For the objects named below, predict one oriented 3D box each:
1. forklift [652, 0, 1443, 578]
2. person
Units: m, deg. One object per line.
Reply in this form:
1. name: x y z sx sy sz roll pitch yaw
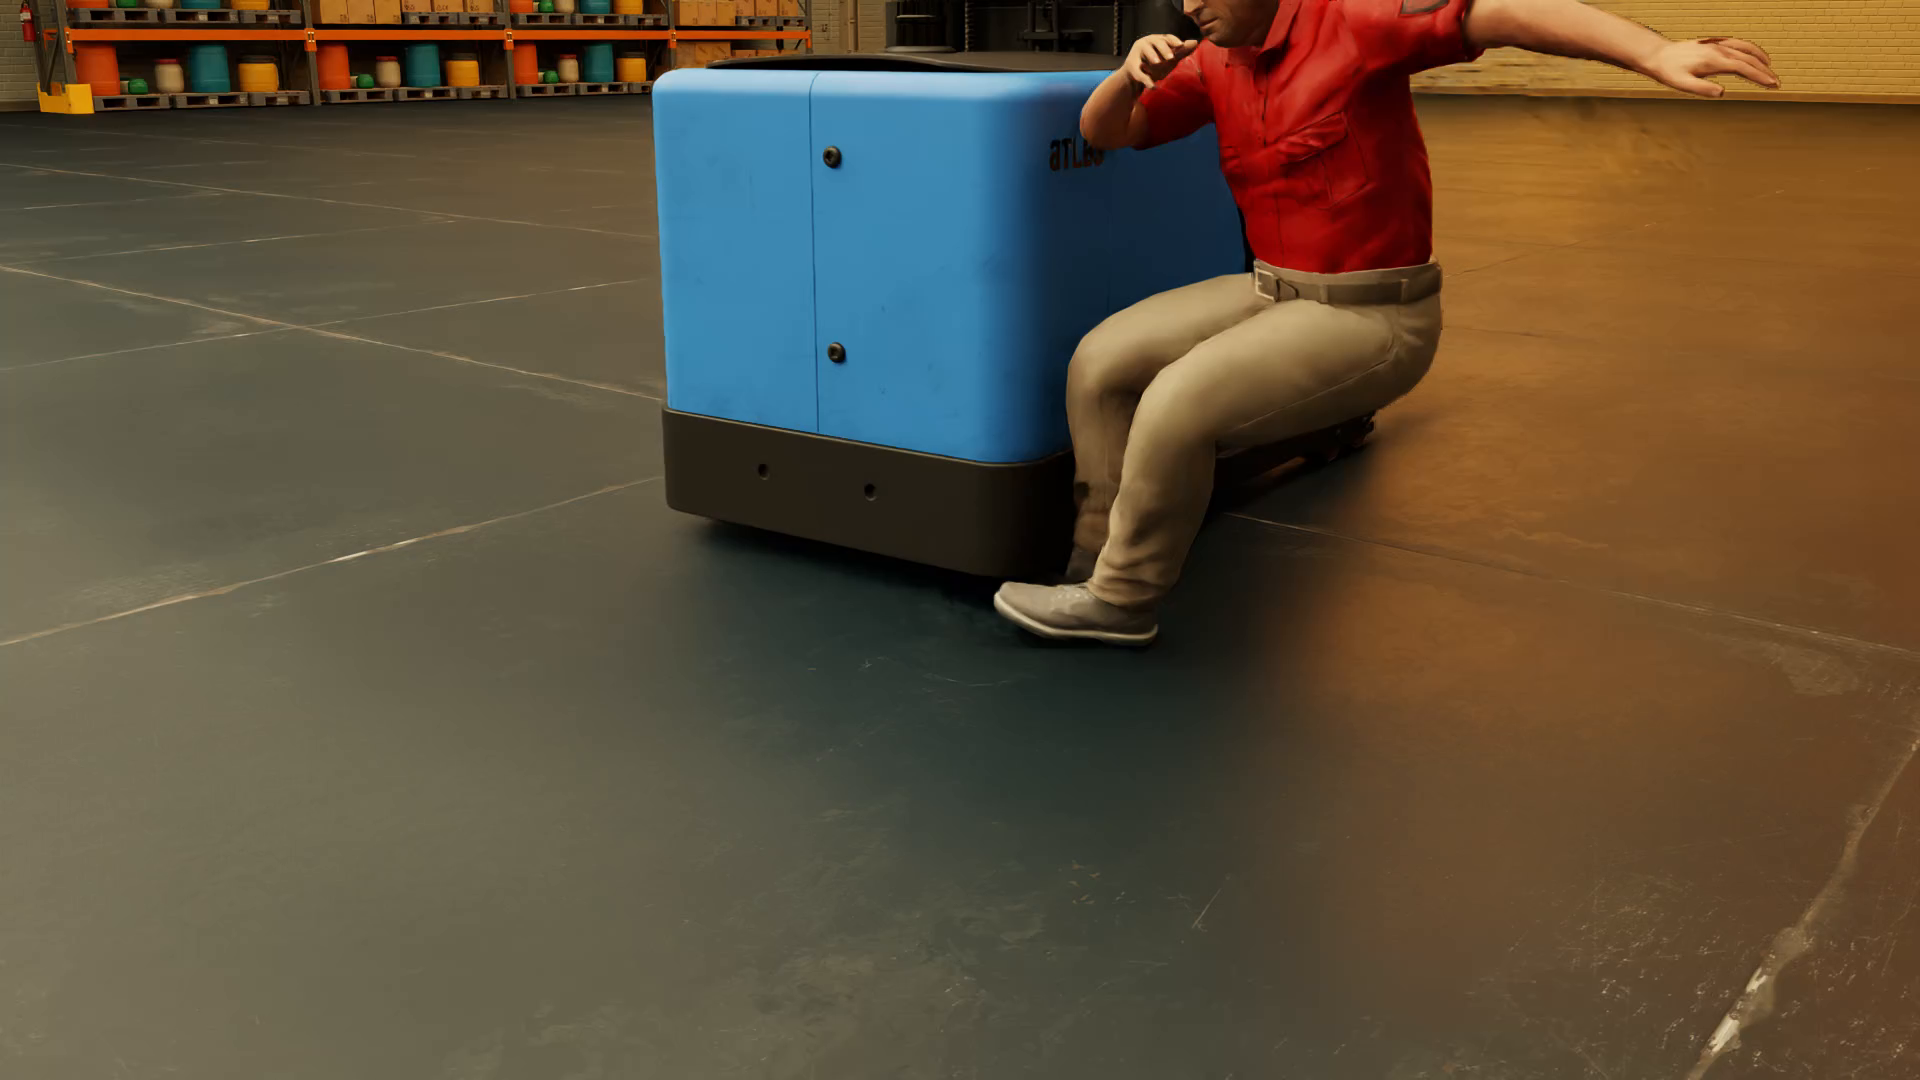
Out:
1. forklift: 0.552 -1.691 4.466 1.130 2.935 3.031 11 20 33
2. person: 0.578 -0.407 2.973 0.840 1.426 1.315 -7 18 -22
